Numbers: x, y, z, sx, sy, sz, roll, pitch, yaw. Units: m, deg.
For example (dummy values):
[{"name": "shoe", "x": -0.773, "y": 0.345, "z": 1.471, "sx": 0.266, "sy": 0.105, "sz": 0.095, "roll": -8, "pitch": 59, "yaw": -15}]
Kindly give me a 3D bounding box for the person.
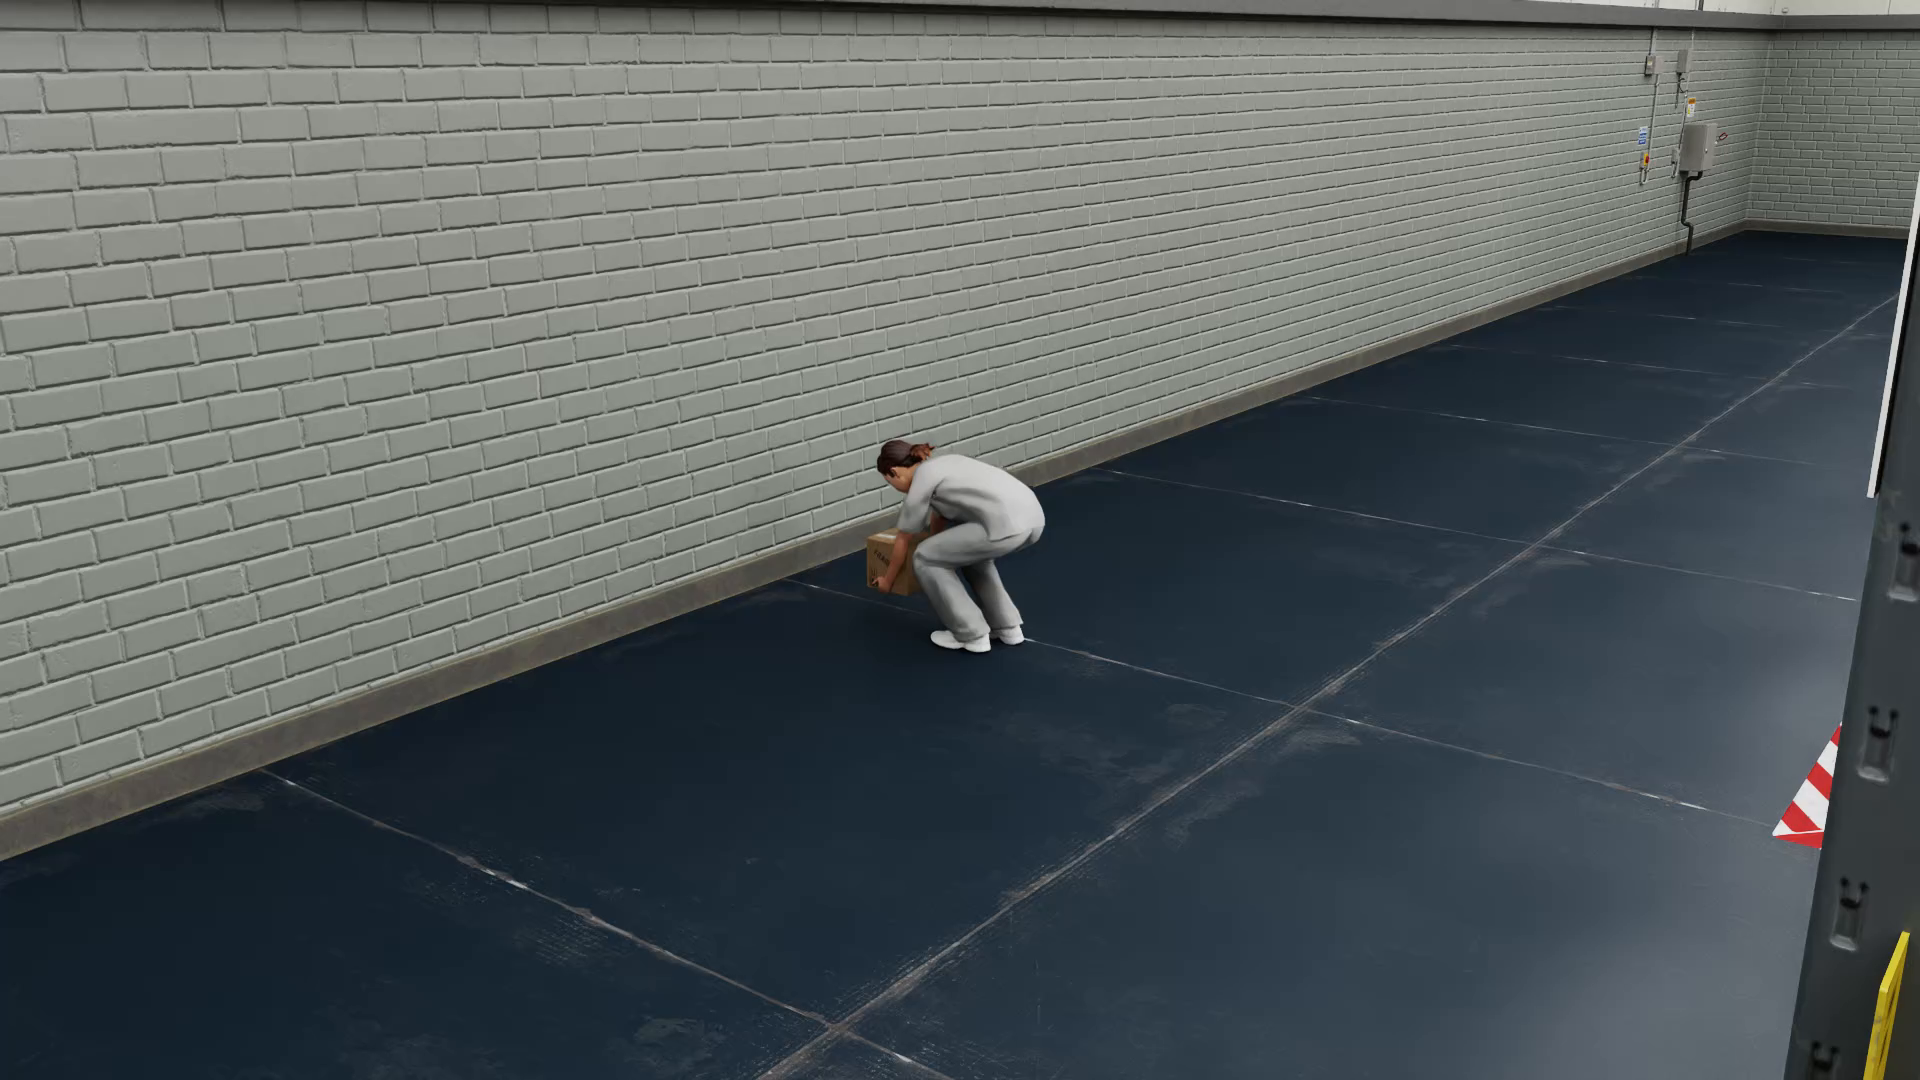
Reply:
[{"name": "person", "x": -0.012, "y": 0.022, "z": 7.770, "sx": 0.848, "sy": 0.932, "sz": 0.460, "roll": 11, "pitch": 20, "yaw": 33}]
